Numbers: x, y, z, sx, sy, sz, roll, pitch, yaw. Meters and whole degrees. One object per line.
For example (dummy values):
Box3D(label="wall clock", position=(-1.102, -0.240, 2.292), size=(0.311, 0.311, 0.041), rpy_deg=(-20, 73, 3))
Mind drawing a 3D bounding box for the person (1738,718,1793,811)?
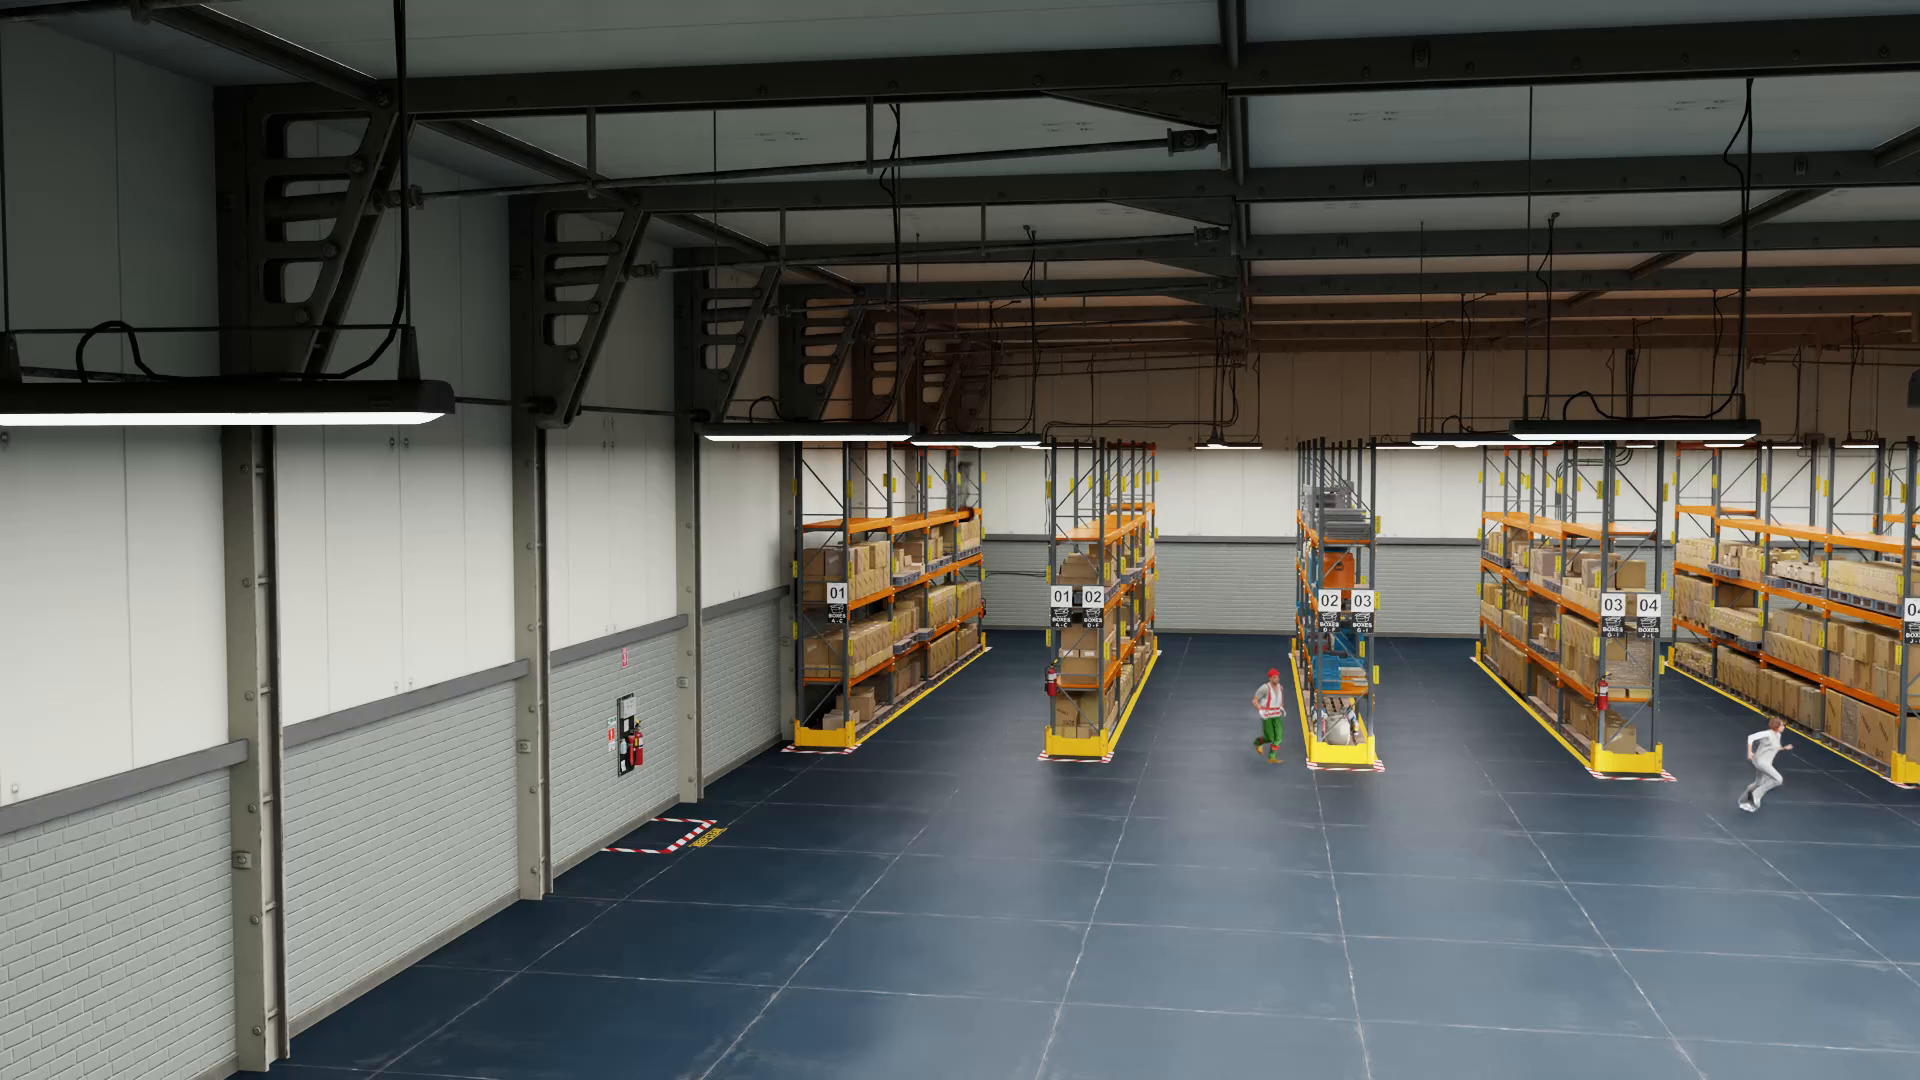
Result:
Box3D(label="person", position=(12.735, 3.554, 26.294), size=(0.783, 1.524, 0.524), rpy_deg=(2, 4, 39))

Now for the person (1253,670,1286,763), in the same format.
Box3D(label="person", position=(5.708, 3.243, 30.732), size=(0.683, 1.731, 0.719), rpy_deg=(-1, 3, -26))
